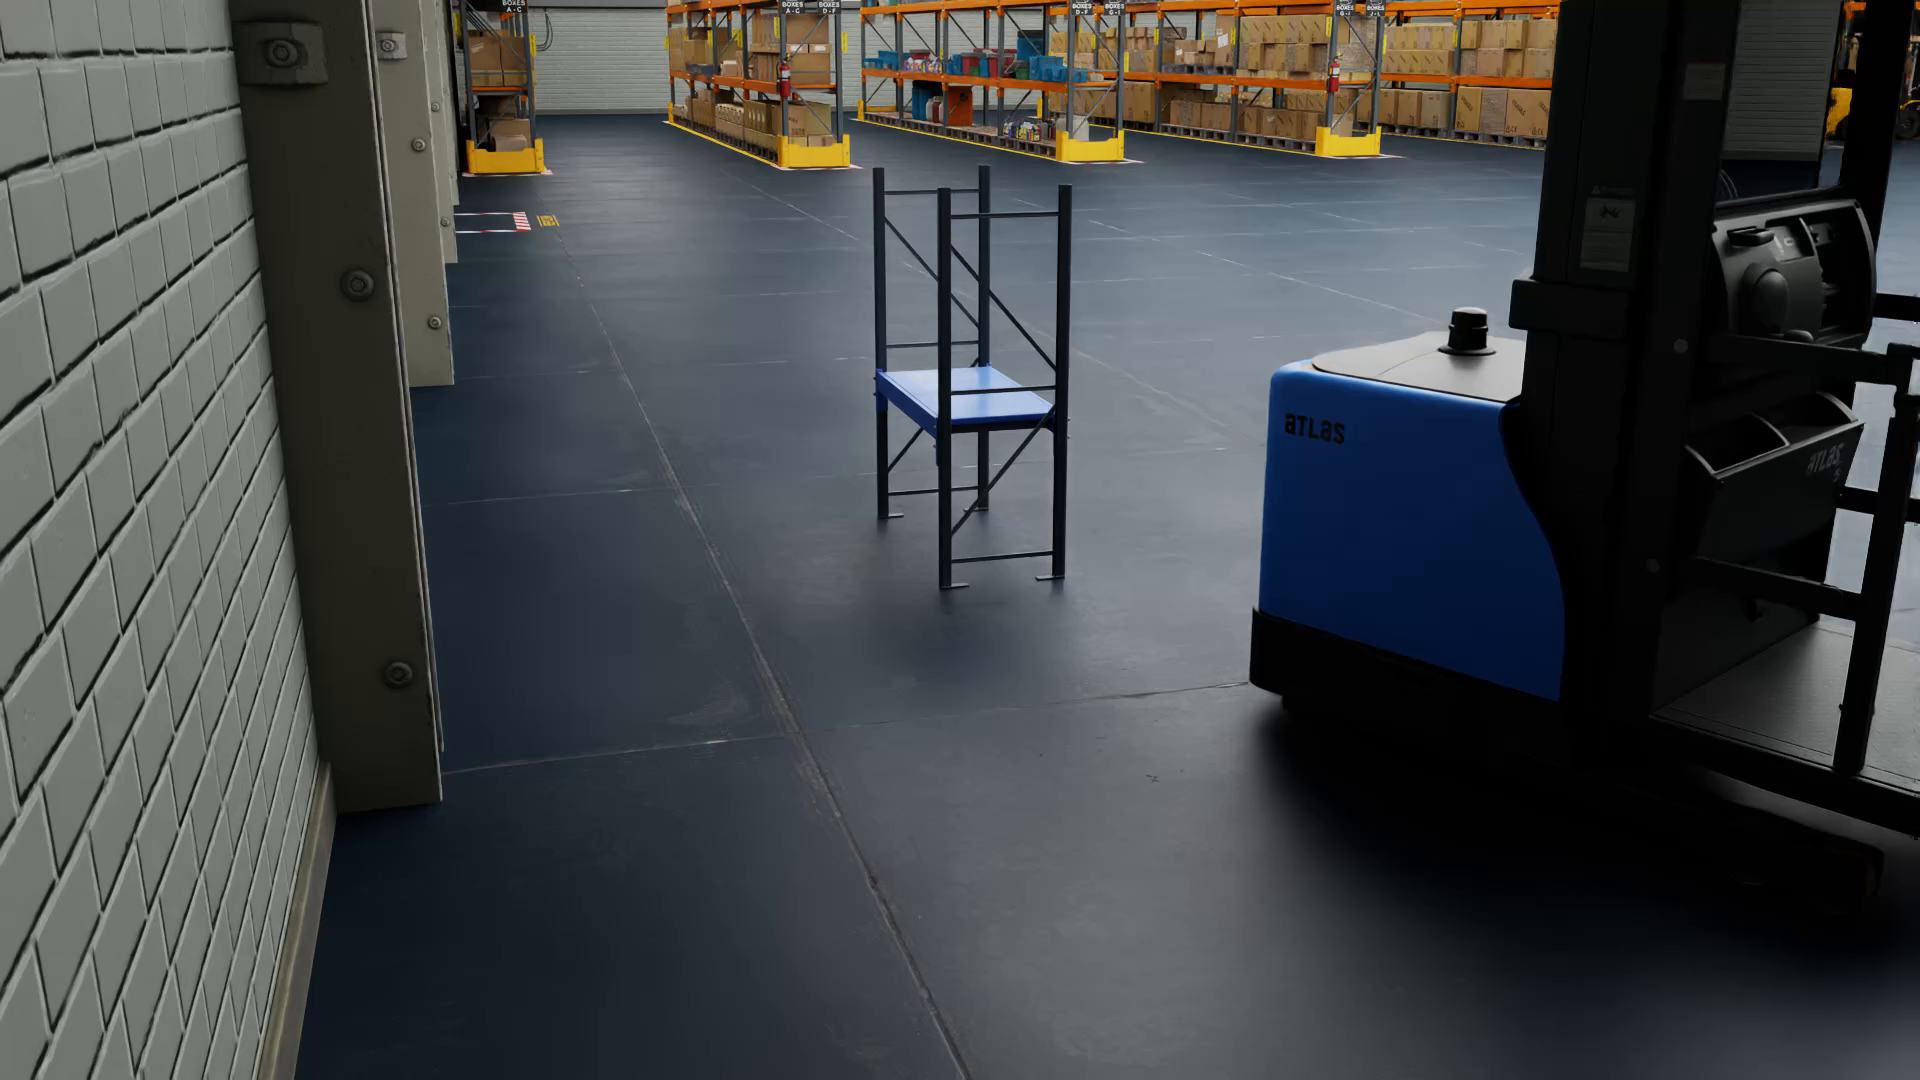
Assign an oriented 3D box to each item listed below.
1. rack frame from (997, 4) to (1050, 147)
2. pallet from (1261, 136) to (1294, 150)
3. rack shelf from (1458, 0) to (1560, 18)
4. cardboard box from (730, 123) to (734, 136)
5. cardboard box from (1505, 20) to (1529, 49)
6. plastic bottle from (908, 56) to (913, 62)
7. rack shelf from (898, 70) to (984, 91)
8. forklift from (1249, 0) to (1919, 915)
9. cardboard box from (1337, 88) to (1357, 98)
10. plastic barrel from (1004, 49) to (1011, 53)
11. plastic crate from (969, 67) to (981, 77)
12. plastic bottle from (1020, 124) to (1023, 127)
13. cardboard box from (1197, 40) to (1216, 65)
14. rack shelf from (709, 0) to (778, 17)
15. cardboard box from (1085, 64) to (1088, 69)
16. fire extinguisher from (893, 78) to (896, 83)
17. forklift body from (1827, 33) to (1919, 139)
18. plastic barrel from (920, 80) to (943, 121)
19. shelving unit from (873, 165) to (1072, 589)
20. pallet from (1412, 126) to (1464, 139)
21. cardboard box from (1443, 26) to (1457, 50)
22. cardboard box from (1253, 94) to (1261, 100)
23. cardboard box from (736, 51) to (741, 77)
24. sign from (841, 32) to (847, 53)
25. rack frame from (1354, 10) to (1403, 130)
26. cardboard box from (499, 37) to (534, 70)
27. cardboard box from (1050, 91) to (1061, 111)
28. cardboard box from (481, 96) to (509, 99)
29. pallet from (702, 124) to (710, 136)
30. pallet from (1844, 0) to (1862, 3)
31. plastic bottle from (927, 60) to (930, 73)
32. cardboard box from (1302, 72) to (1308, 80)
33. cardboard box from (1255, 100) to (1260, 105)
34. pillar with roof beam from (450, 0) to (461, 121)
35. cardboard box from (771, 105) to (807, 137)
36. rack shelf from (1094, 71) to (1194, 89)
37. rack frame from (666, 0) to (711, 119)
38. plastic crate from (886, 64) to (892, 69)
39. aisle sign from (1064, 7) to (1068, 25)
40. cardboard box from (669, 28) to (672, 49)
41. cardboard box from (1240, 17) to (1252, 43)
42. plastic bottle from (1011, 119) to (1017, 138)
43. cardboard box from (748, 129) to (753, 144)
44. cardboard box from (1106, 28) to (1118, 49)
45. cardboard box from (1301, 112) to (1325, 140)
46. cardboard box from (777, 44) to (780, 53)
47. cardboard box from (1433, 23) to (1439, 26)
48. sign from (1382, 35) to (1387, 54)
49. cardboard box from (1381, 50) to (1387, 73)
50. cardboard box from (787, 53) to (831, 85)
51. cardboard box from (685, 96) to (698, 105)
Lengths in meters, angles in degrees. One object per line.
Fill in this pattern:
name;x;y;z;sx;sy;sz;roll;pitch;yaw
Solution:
rack frame;1.230;-9.165;32.249;1.000;3.000;0.127;-5;17;-15
pallet;6.549;-7.700;32.219;1.003;0.211;1.213;-5;17;-15
rack shelf;11.338;-10.460;32.595;1.077;0.370;4.000;-5;17;-15
cardboard box;-4.205;-8.032;32.527;0.500;0.250;0.500;-4;17;-14
cardboard box;11.289;-9.956;32.744;0.875;0.550;0.500;-5;17;-15
plastic bottle;-1.173;-11.220;39.176;0.144;0.351;0.185;-5;17;-15
rack shelf;-0.419;-10.480;37.878;1.077;0.370;4.000;-5;17;-15
forklift;2.276;-0.675;4.104;1.130;2.935;3.031;-15;22;-40
cardboard box;9.249;-10.559;39.201;0.500;0.250;0.500;-5;17;-17
plastic barrel;0.976;-9.715;33.844;0.433;0.535;0.433;0;17;0
plastic crate;0.480;-9.523;33.809;0.450;0.188;0.662;-5;17;-15
plastic bottle;1.181;-7.723;31.426;0.097;0.271;0.097;0;17;0
cardboard box;5.427;-10.279;35.049;0.797;0.503;0.637;-3;17;-10
rack shelf;-4.084;-10.420;32.462;1.077;0.370;4.000;-5;17;-15
cardboard box;3.323;-11.779;41.388;0.380;0.149;0.250;-4;17;-14
fire extinguisher;-1.673;-12.346;43.623;0.296;0.674;0.183;-5;17;-15
forklift body;19.116;-9.601;35.176;2.313;2.155;1.214;-5;17;-15
plastic barrel;-0.641;-10.226;38.700;0.600;0.901;0.708;-5;17;-15
shelving unit;0.023;-0.695;6.658;0.538;1.500;1.048;-5;17;-15
pallet;10.504;-8.793;35.857;1.003;0.211;1.213;-5;17;-15
cardboard box;10.647;-10.584;35.062;0.700;0.500;0.500;-5;17;-16
cardboard box;7.899;-11.614;43.592;0.380;0.149;0.250;-6;18;-18
cardboard box;-4.156;-9.466;33.077;0.500;0.500;0.500;-6;18;-18
sign;-1.899;-8.163;27.270;0.100;0.325;0.005;-5;17;-15
rack frame;9.689;-11.027;38.448;1.000;3.000;0.127;-5;17;-15
cardboard box;-7.039;-7.728;26.388;0.500;0.500;0.500;-5;17;-15
cardboard box;2.947;-11.889;44.280;0.875;0.875;0.875;-5;17;-15
cardboard box;-8.905;-8.361;31.850;0.500;0.250;0.500;-5;17;-16
pallet;-5.134;-9.092;36.852;1.003;0.211;1.213;-5;17;-15
pallet;20.037;-12.321;37.876;0.805;0.209;1.217;-5;18;-17
plastic bottle;-0.705;-10.610;37.262;0.061;0.283;0.133;-5;17;-15
cardboard box;6.574;-8.597;30.795;0.380;0.149;0.250;-5;17;-15
cardboard box;7.958;-11.467;43.619;0.380;0.149;0.250;-4;17;-14
pillar with roof beam;-9.028;-15.593;43.220;9.100;9.000;0.400;-5;17;-15
cardboard box;-2.868;-7.036;27.908;0.500;0.500;0.500;-5;17;-15
rack shelf;4.343;-10.872;39.181;1.077;0.370;4.000;-5;17;-15
rack frame;-6.832;-12.094;41.999;1.000;3.000;0.127;-5;17;-15
plastic crate;-1.535;-11.563;40.607;0.437;0.125;0.590;-5;17;-15
aisle sign;2.963;-14.165;44.374;0.394;0.787;0.004;-5;17;-15
cardboard box;-6.963;-12.477;41.363;0.500;0.500;0.500;-4;17;-14
cardboard box;5.871;-10.081;32.870;0.500;0.500;0.500;-5;17;-15
plastic bottle;1.053;-7.851;31.714;0.144;0.351;0.185;-4;17;-14
cardboard box;-3.566;-7.368;30.315;0.500;0.250;0.500;-5;17;-15
cardboard box;3.977;-12.122;40.175;0.797;0.503;0.637;-5;17;-17
cardboard box;6.738;-7.791;31.289;0.500;0.500;0.500;0;17;-1
cardboard box;-2.867;-8.260;27.935;0.380;0.149;0.250;-5;17;-16
cardboard box;12.817;-13.670;44.208;0.380;0.149;0.250;-5;17;-16
sign;7.613;-8.908;29.888;0.100;0.325;0.005;-5;17;-15
cardboard box;9.696;-10.789;37.482;0.500;0.500;0.500;-5;17;-16
cardboard box;-2.551;-7.846;27.684;0.700;0.500;0.500;-5;17;-15
cardboard box;-6.254;-10.522;40.340;0.797;0.503;0.637;-5;17;-15
